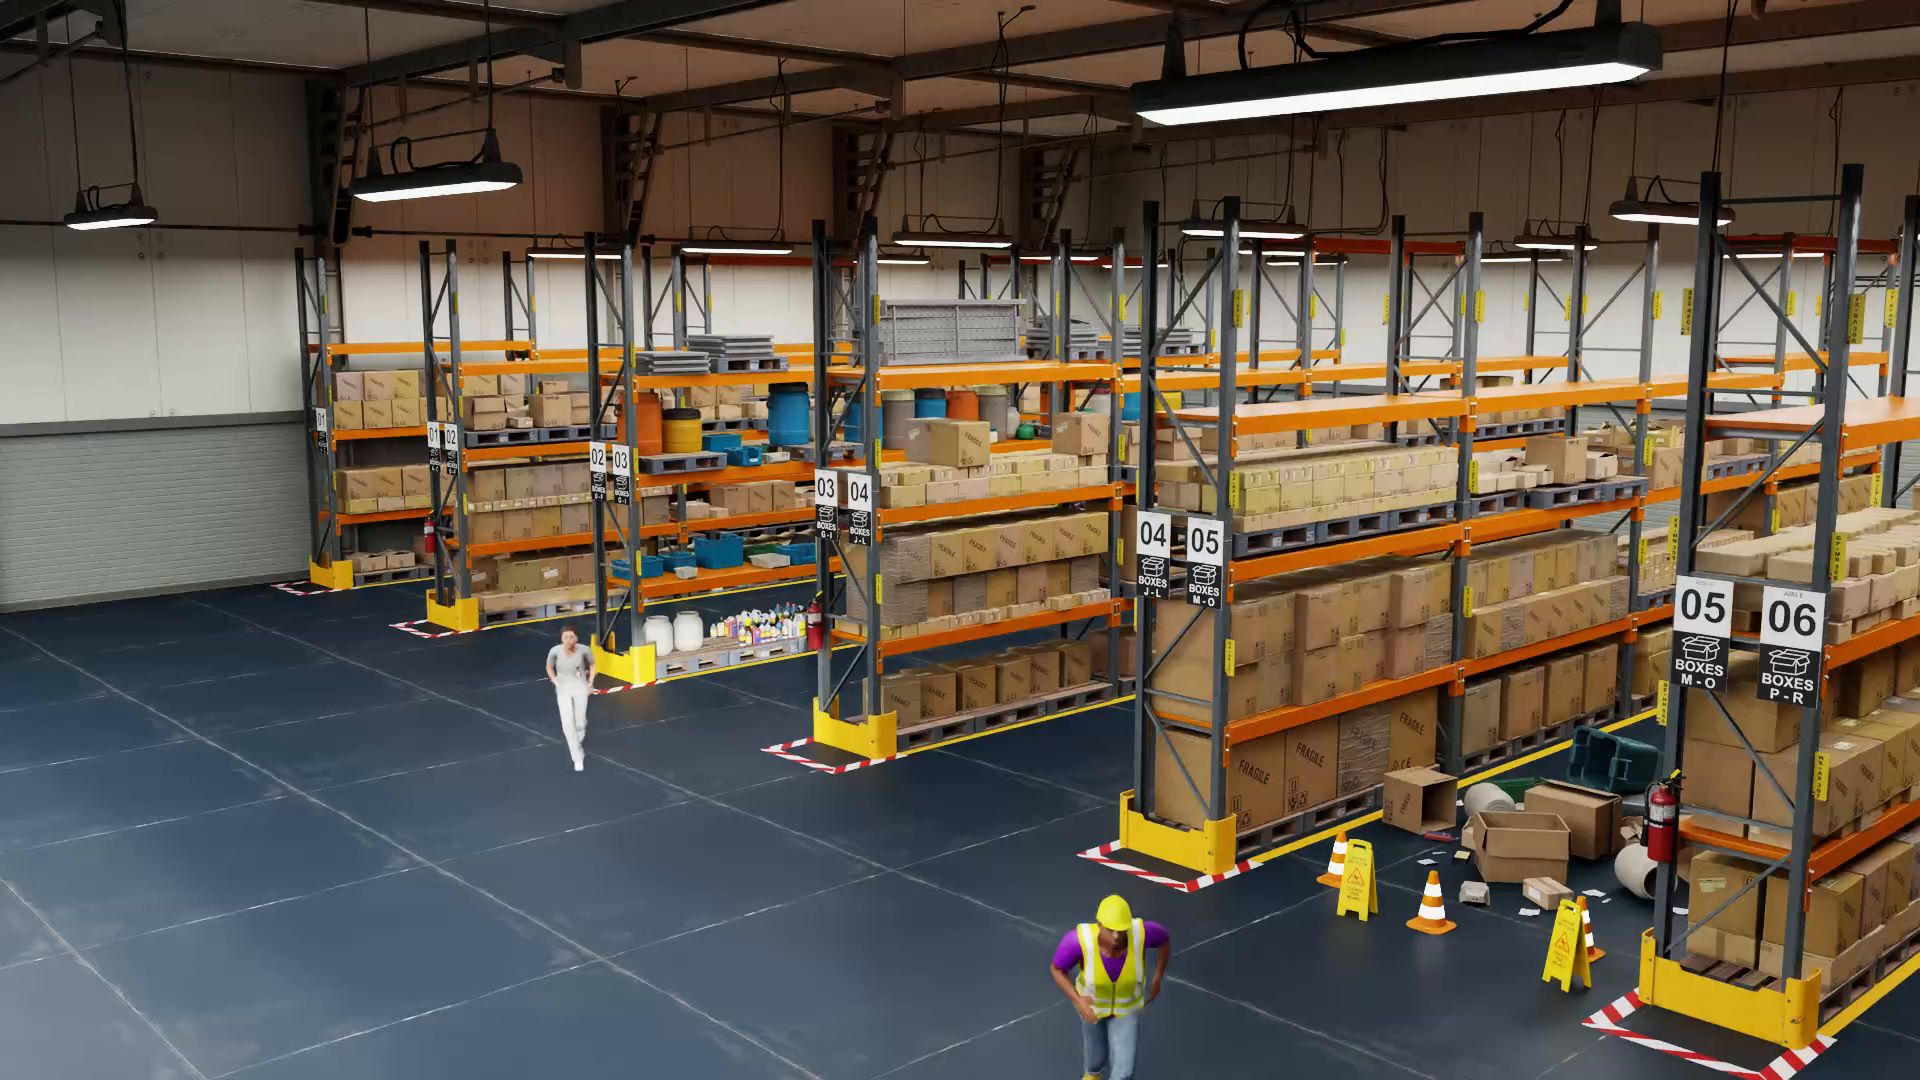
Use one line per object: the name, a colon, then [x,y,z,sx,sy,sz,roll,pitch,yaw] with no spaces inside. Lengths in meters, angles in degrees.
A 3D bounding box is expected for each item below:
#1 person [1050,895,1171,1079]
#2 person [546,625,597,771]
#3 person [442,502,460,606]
person: [0.906,2.878,10.185,0.743,1.714,1.057,-1,8,-4]
person: [-4.298,1.688,18.480,0.538,1.615,0.786,-1,8,-5]
person: [-8.444,0.213,28.025,0.635,1.762,0.871,4,9,27]
